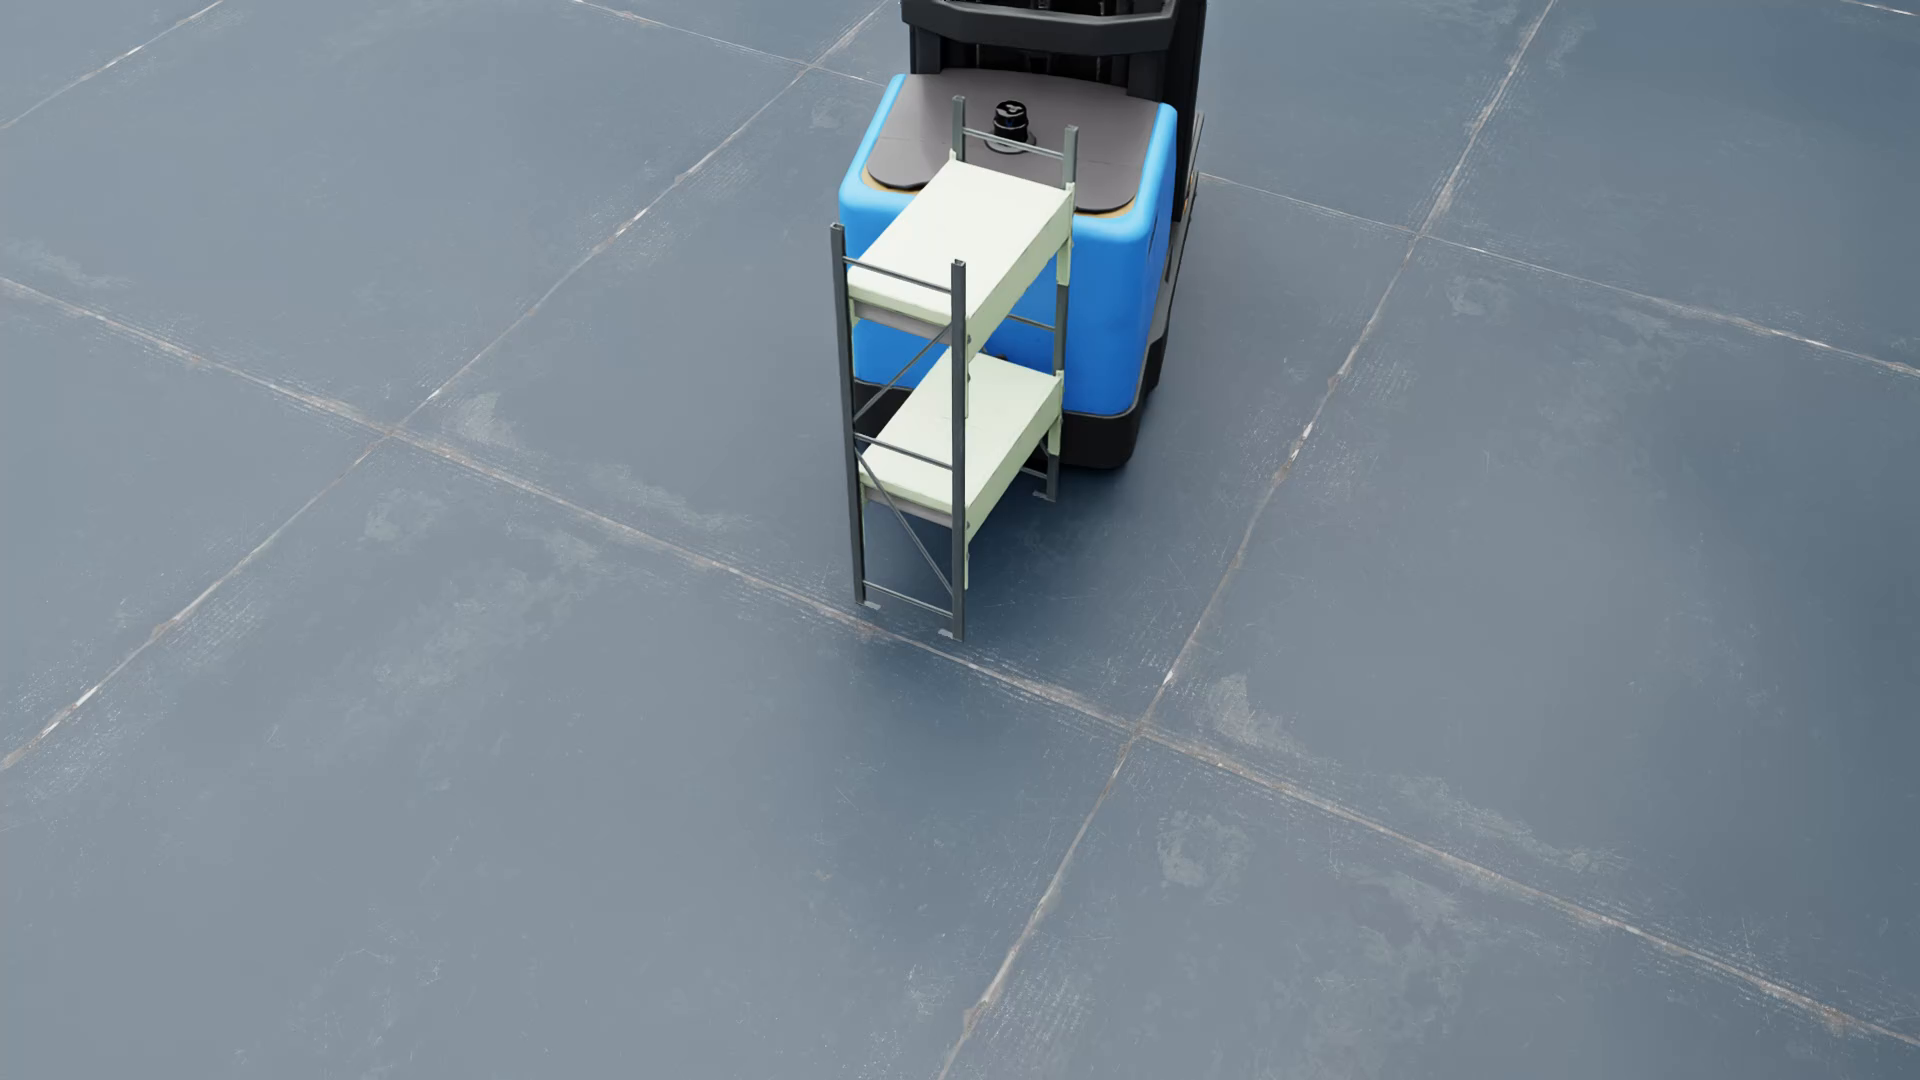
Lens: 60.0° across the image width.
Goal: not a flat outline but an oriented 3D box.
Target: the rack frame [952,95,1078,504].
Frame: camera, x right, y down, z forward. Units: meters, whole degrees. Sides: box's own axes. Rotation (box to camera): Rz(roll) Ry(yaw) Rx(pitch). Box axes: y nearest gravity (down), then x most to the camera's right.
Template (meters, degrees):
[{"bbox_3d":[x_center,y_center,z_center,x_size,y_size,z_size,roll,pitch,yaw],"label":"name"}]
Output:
[{"bbox_3d":[0.160,-0.726,5.413,0.400,1.500,0.023,20,49,18],"label":"rack frame"}]

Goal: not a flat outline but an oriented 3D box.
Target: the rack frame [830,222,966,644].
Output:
[{"bbox_3d":[-0.167,-0.260,4.953,0.400,1.500,0.023,20,49,18],"label":"rack frame"}]

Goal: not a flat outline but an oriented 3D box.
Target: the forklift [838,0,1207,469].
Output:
[{"bbox_3d":[0.405,-2.349,6.010,1.130,2.935,3.031,9,46,9],"label":"forklift"}]

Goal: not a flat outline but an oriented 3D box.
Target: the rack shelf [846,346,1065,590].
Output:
[{"bbox_3d":[-0.004,-0.264,5.415,0.431,0.370,0.720,20,49,18],"label":"rack shelf"}]

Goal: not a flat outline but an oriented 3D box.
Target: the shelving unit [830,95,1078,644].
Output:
[{"bbox_3d":[-0.004,-0.493,5.183,0.431,1.500,0.755,20,49,18],"label":"shelving unit"}]

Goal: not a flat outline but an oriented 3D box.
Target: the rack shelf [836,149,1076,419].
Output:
[{"bbox_3d":[-0.004,-0.767,4.905,0.431,0.370,0.720,20,49,18],"label":"rack shelf"}]
